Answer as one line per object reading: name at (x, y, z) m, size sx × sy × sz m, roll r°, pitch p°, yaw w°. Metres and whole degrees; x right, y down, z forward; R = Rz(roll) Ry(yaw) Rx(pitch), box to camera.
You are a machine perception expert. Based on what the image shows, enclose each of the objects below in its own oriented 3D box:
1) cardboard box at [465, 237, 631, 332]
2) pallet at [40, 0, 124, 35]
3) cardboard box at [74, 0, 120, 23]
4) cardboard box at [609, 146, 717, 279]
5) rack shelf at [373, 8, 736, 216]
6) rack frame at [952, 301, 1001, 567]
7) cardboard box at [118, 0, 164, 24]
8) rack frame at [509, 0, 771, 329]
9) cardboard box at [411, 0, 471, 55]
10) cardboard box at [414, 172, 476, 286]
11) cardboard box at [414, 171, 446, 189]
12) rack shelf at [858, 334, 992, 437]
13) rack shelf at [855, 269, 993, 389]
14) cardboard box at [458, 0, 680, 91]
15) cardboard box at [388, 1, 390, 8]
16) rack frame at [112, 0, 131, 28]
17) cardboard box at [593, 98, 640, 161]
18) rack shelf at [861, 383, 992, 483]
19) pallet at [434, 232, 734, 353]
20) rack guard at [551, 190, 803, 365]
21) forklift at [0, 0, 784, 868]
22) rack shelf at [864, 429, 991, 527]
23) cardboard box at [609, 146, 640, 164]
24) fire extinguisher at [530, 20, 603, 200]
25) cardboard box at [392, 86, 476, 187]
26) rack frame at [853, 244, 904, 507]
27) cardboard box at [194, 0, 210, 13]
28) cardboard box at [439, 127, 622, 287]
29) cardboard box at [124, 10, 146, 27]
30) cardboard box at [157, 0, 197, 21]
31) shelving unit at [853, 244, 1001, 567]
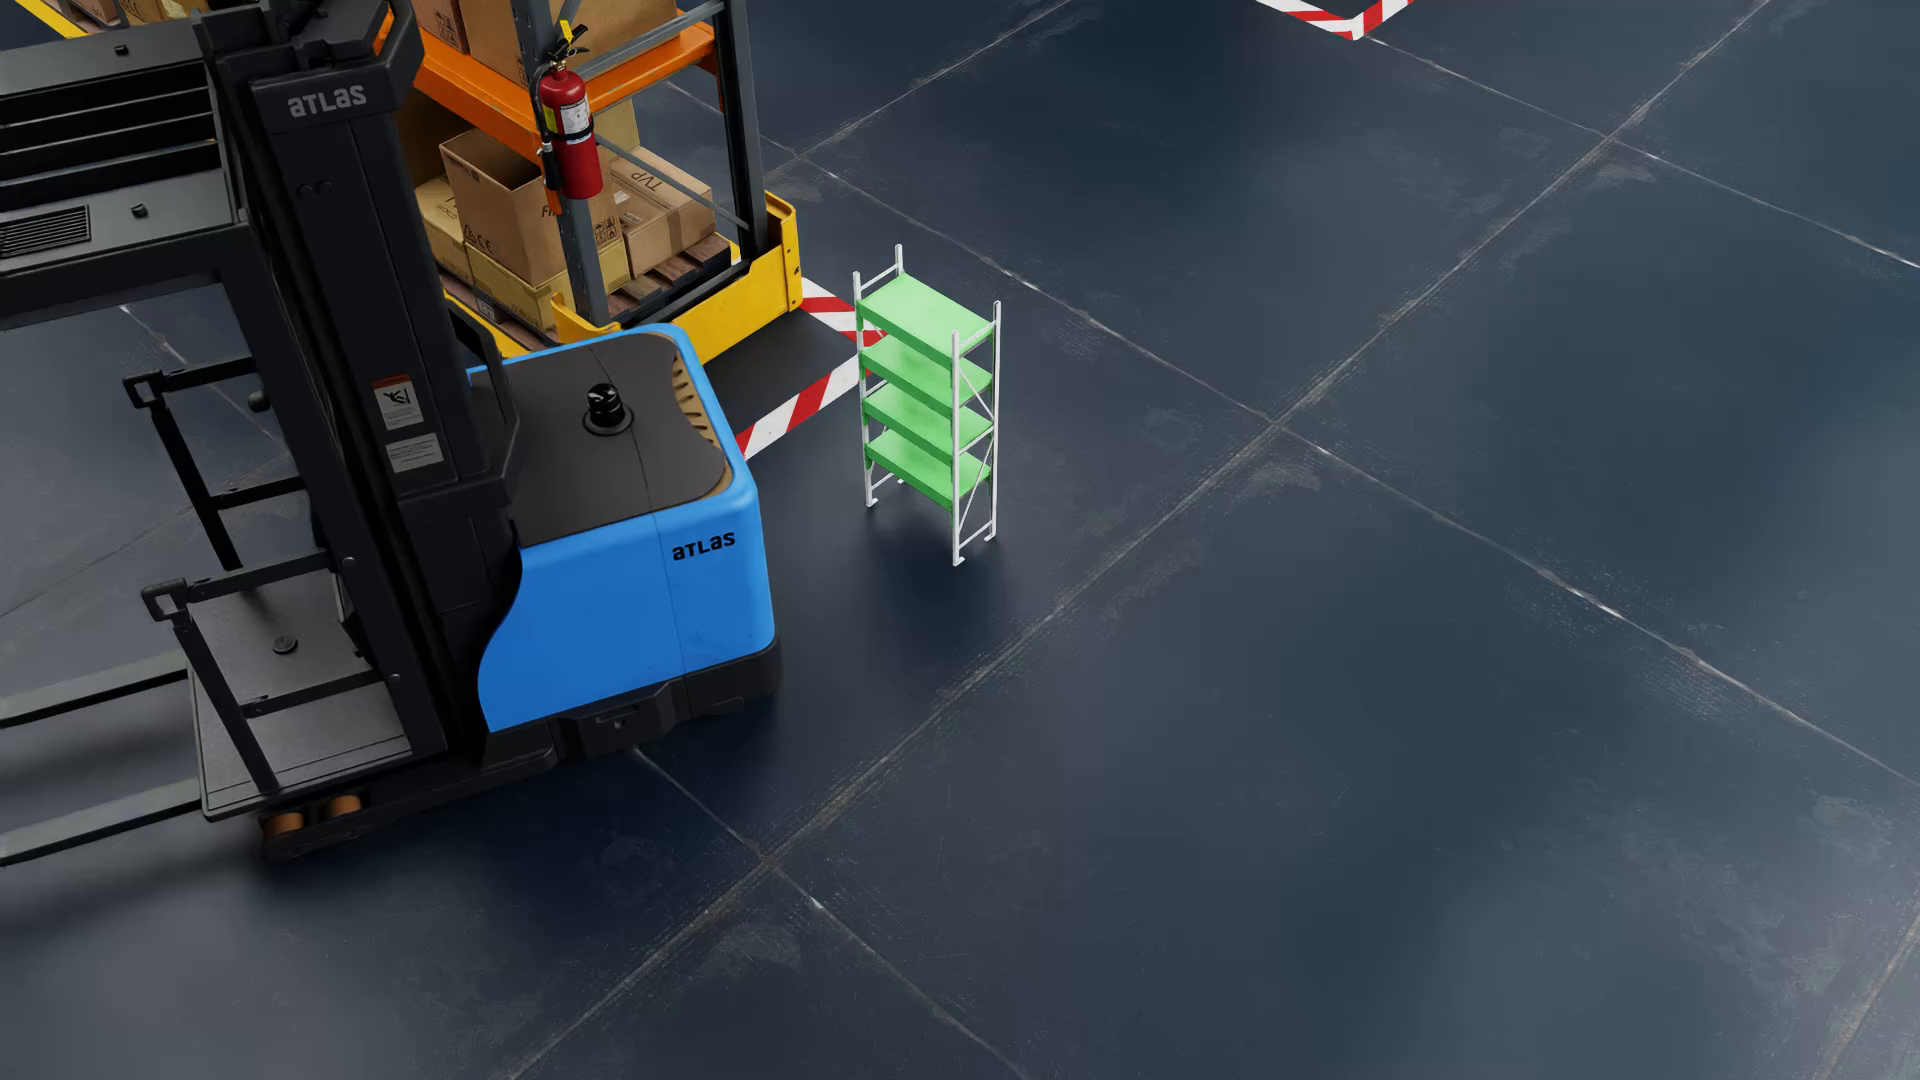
cardboard box at (-1.845, -1.249, 7.464) m, size 0.500 × 0.250 × 0.500 m, roll 34°, pitch 55°, yaw 28°
pallet at (-4.757, -3.307, 9.710) m, size 1.213 × 0.211 × 1.003 m, roll 34°, pitch 55°, yaw 28°
cardboard box at (-4.691, -3.170, 9.267) m, size 0.500 × 0.250 × 0.500 m, roll 33°, pitch 55°, yaw 27°
cardboard box at (-1.493, -1.527, 7.724) m, size 0.500 × 0.250 × 0.500 m, roll 34°, pitch 55°, yaw 28°
rack shelf at (-2.720, -2.683, 7.705) m, size 4.000 × 0.370 × 1.077 m, roll 34°, pitch 55°, yaw 28°
rack frame at (0.058, -0.372, 6.276) m, size 0.015 × 1.200 × 0.240 m, roll 34°, pitch 55°, yaw 28°
cardboard box at (-4.061, -2.980, 8.574) m, size 0.500 × 0.500 × 0.500 m, roll 34°, pitch 55°, yaw 28°
rack frame at (-1.250, -1.940, 6.514) m, size 0.127 × 3.000 × 1.000 m, roll 34°, pitch 55°, yaw 28°
cardboard box at (-1.974, -2.469, 6.942) m, size 0.500 × 0.500 × 0.700 m, roll 35°, pitch 56°, yaw 29°
cardboard box at (-2.220, -1.490, 7.690) m, size 0.500 × 0.250 × 0.500 m, roll 34°, pitch 55°, yaw 28°
cardboard box at (-2.589, -1.736, 7.921) m, size 0.500 × 0.250 × 0.500 m, roll 34°, pitch 55°, yaw 28°
rack shelf at (-0.122, -0.613, 6.261) m, size 0.480 × 0.148 × 0.258 m, roll 34°, pitch 55°, yaw 28°
rack shelf at (-0.122, -0.777, 6.086) m, size 0.480 × 0.148 × 0.258 m, roll 34°, pitch 55°, yaw 28°
cardboard box at (-1.584, -2.212, 6.701) m, size 0.500 × 0.500 × 0.700 m, roll 34°, pitch 55°, yaw 28°
cardboard box at (-2.335, -2.718, 7.175) m, size 0.500 × 0.500 × 0.700 m, roll 34°, pitch 56°, yaw 28°
rack frame at (-4.189, -3.918, 8.371) m, size 0.127 × 3.000 × 1.000 m, roll 34°, pitch 55°, yaw 28°
cardboard box at (-1.862, -2.030, 7.682) m, size 0.500 × 0.500 × 0.500 m, roll 34°, pitch 55°, yaw 28°
rack shelf at (-0.122, -0.449, 6.436) m, size 0.480 × 0.148 × 0.258 m, roll 34°, pitch 55°, yaw 28°
pallet at (-1.840, -1.341, 7.864) m, size 1.213 × 0.211 × 1.003 m, roll 34°, pitch 55°, yaw 28°
rack guard at (-1.232, -1.072, 7.414) m, size 0.348 × 0.500 × 1.175 m, roll 34°, pitch 55°, yaw 28°
forklift at (-2.223, -0.349, 5.068) m, size 3.031 × 2.935 × 1.130 m, roll -16°, pitch 49°, yaw -15°
rack shelf at (-0.122, -0.285, 6.611) m, size 0.480 × 0.148 × 0.258 m, roll 34°, pitch 55°, yaw 28°
cardboard box at (-1.863, -1.772, 7.954) m, size 0.500 × 0.250 × 0.500 m, roll 34°, pitch 55°, yaw 28°
fire extinguisher at (-1.478, -1.606, 6.254) m, size 0.183 × 0.674 × 0.296 m, roll 34°, pitch 55°, yaw 28°
cardboard box at (-2.591, -1.992, 7.646) m, size 0.500 × 0.500 × 0.500 m, roll 34°, pitch 55°, yaw 28°
rack frame at (-0.301, -0.613, 6.503) m, size 0.015 × 1.200 × 0.240 m, roll 34°, pitch 55°, yaw 28°
cardboard box at (-3.326, -2.486, 8.110) m, size 0.500 × 0.500 × 0.500 m, roll 34°, pitch 55°, yaw 28°
cardboard box at (-1.846, -1.505, 7.189) m, size 0.500 × 0.500 × 0.500 m, roll 34°, pitch 55°, yaw 28°
cardboard box at (-4.054, -2.729, 8.852) m, size 0.500 × 0.250 × 0.500 m, roll 34°, pitch 55°, yaw 28°
cardboard box at (-3.688, -2.737, 8.346) m, size 0.500 × 0.500 × 0.500 m, roll 34°, pitch 55°, yaw 28°
shelving unit at (-0.122, -0.493, 6.389) m, size 0.503 × 1.200 × 0.258 m, roll 34°, pitch 55°, yaw 28°
